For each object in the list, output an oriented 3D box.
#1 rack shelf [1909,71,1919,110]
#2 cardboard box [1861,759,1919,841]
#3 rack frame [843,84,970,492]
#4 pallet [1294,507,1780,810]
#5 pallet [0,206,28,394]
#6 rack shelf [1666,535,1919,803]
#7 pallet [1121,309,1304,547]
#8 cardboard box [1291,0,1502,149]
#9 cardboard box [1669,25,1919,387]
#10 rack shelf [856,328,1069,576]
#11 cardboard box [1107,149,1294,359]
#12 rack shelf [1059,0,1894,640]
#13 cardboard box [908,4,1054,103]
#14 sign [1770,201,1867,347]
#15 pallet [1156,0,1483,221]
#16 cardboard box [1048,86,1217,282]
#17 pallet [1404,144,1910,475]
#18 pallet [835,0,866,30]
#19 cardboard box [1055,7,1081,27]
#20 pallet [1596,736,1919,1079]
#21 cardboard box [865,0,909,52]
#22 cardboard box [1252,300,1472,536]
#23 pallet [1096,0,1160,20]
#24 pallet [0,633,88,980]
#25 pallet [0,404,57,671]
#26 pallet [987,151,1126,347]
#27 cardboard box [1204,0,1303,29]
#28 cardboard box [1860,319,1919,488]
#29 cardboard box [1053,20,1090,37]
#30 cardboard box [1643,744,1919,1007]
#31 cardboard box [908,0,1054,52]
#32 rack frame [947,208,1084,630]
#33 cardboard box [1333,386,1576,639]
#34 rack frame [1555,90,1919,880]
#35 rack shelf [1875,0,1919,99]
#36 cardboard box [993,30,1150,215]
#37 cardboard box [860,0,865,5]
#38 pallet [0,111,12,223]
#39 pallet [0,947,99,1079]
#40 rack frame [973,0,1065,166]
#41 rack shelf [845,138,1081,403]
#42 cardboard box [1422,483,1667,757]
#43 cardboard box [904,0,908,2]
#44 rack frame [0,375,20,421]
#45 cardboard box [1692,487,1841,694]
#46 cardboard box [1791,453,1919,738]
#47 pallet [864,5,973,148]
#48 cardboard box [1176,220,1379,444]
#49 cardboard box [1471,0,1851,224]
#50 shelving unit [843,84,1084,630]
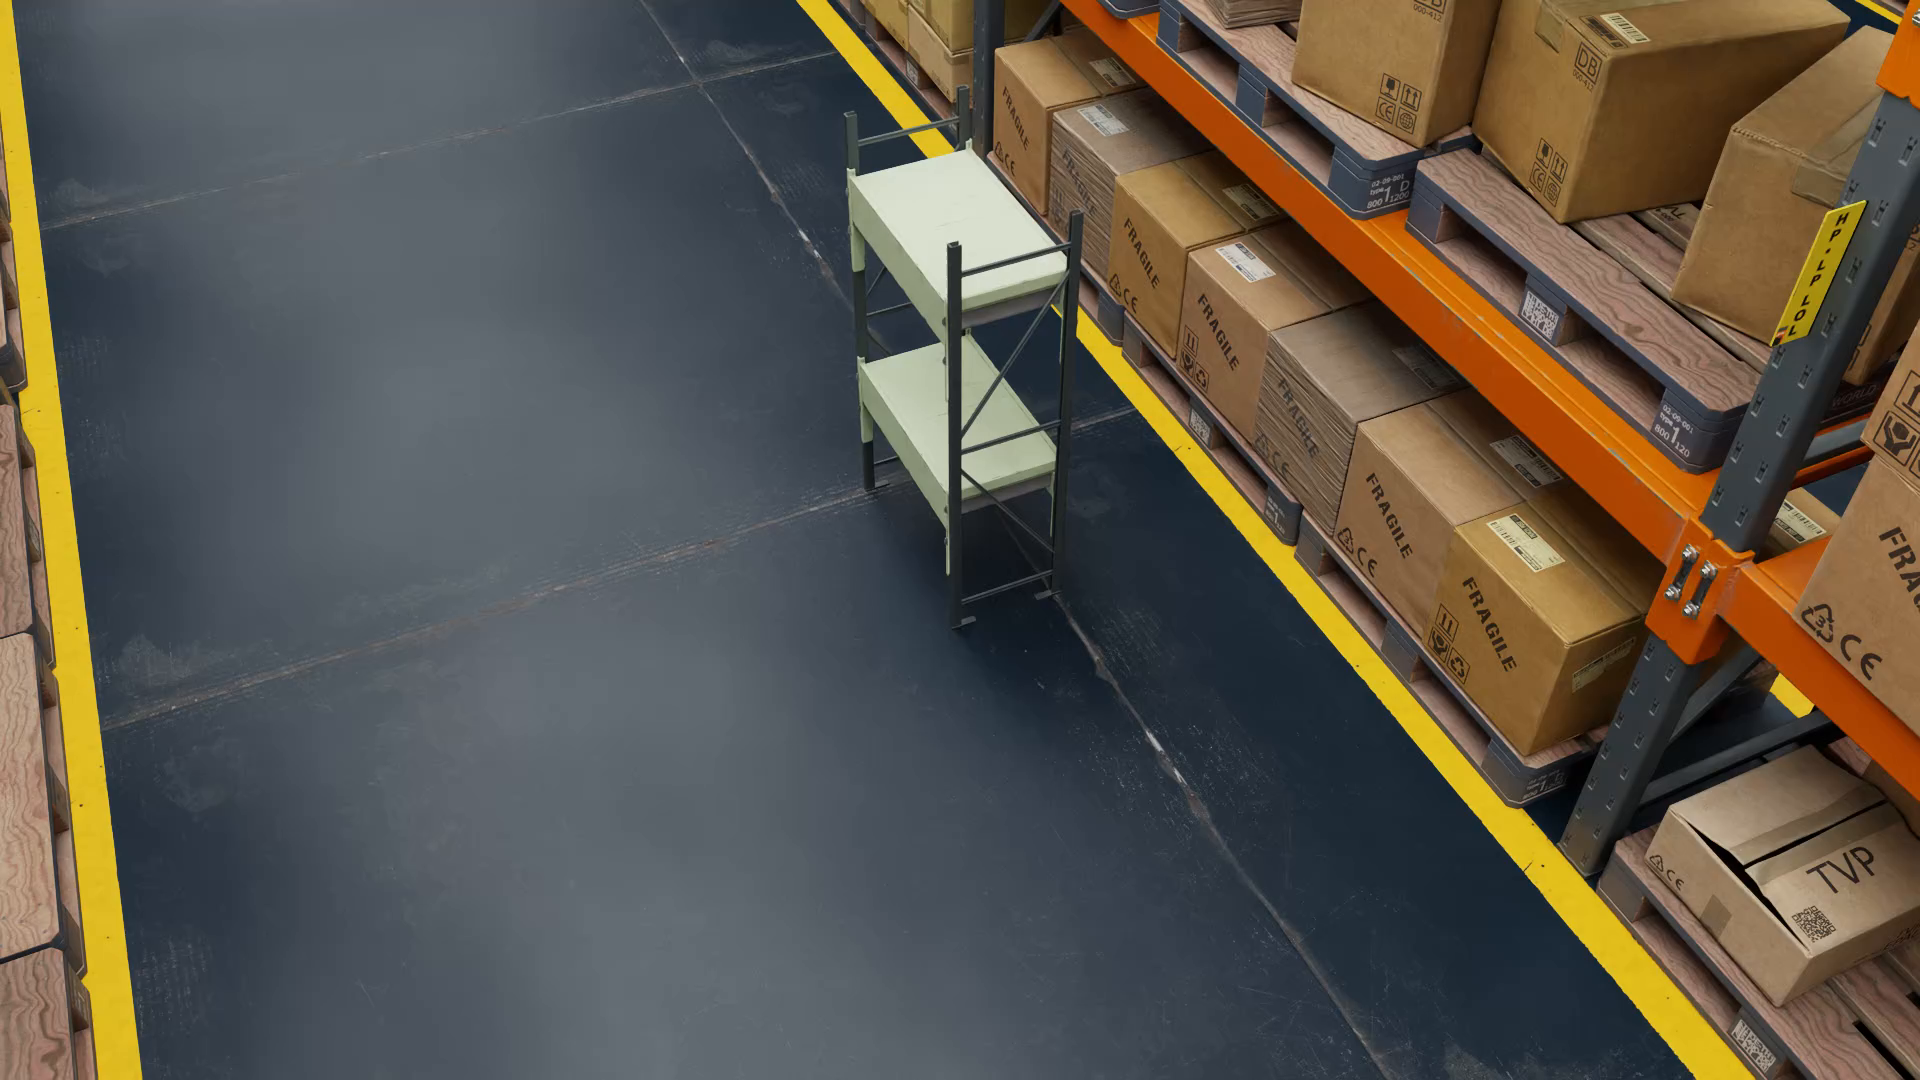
[{"bbox_3d":[3.056,0.181,1.807,1.077,0.370,4.000,-18,47,-17],"label":"rack shelf"},{"bbox_3d":[2.712,0.731,4.340,0.500,0.500,0.500,-18,47,-17],"label":"cardboard box"},{"bbox_3d":[-0.157,-0.771,5.464,0.400,1.500,0.023,-18,47,-17],"label":"rack frame"},{"bbox_3d":[1.839,0.204,5.393,1.003,0.211,1.213,-18,47,-17],"label":"pallet"},{"bbox_3d":[-4.253,-0.883,6.495,1.003,0.211,1.213,-18,47,-17],"label":"pallet"},{"bbox_3d":[3.056,1.249,2.861,1.077,0.370,4.000,-18,47,-17],"label":"rack shelf"},{"bbox_3d":[1.322,-0.575,6.182,1.003,0.211,1.213,-18,47,-17],"label":"pallet"},{"bbox_3d":[1.416,-1.575,4.840,0.700,0.500,0.500,-30,52,-27],"label":"cardboard box"},{"bbox_3d":[2.219,-0.835,4.090,0.700,0.500,0.500,-34,54,-30],"label":"cardboard box"},{"bbox_3d":[-0.003,-0.306,5.457,0.431,0.370,0.720,-18,47,-17],"label":"rack shelf"},{"bbox_3d":[0.897,-1.070,6.165,0.500,0.500,0.500,-19,48,-18],"label":"cardboard box"},{"bbox_3d":[1.374,-1.300,5.444,1.077,0.370,4.000,-18,47,-17],"label":"rack shelf"},{"bbox_3d":[0.091,-2.265,7.568,0.500,0.250,0.500,-17,47,-16],"label":"cardboard box"},{"bbox_3d":[1.713,-0.528,3.325,0.100,0.325,0.005,-18,47,-17],"label":"sign"},{"bbox_3d":[1.355,-1.525,5.296,1.003,0.211,1.213,-18,47,-17],"label":"pallet"},{"bbox_3d":[0.691,-1.391,6.491,0.500,0.500,0.500,-20,48,-19],"label":"cardboard box"},{"bbox_3d":[1.978,-0.755,4.516,1.003,0.211,1.213,-18,47,-17],"label":"pallet"},{"bbox_3d":[-0.287,-3.151,8.793,1.003,0.211,1.213,-18,47,-17],"label":"pallet"},{"bbox_3d":[0.579,-2.622,7.531,0.500,0.311,0.500,-17,47,-16],"label":"cardboard box"},{"bbox_3d":[2.503,1.149,4.436,1.003,0.211,1.213,-18,47,-17],"label":"pallet"},{"bbox_3d":[-0.129,-2.592,7.900,0.500,0.250,0.500,-19,48,-18],"label":"cardboard box"},{"bbox_3d":[1.337,-0.416,5.502,0.500,0.500,0.500,-17,47,-17],"label":"cardboard box"},{"bbox_3d":[0.882,-2.351,6.134,1.213,0.211,1.003,-18,47,-17],"label":"pallet"},{"bbox_3d":[-3.084,0.889,4.699,1.003,0.211,1.213,-18,47,-17],"label":"pallet"},{"bbox_3d":[-3.593,0.112,5.486,1.003,0.211,1.213,-18,47,-17],"label":"pallet"},{"bbox_3d":[0.813,-1.351,6.969,1.003,0.211,1.213,-18,47,-17],"label":"pallet"},{"bbox_3d":[1.112,-2.009,5.280,0.700,0.500,0.500,-10,45,-10],"label":"cardboard box"},{"bbox_3d":[2.158,-0.290,3.125,0.500,0.500,0.500,-17,47,-16],"label":"cardboard box"},{"bbox_3d":[0.579,-2.422,7.728,0.500,0.250,0.500,-18,47,-18],"label":"cardboard box"},{"bbox_3d":[2.195,0.850,4.354,0.500,0.311,0.500,-18,47,-17],"label":"cardboard box"},{"bbox_3d":[0.090,-2.462,7.369,0.500,0.311,0.500,-17,47,-16],"label":"cardboard box"},{"bbox_3d":[0.151,-0.305,4.991,0.400,1.500,0.023,-18,47,-17],"label":"rack frame"},{"bbox_3d":[1.547,-0.096,5.178,0.500,0.500,0.500,-18,47,-17],"label":"cardboard box"},{"bbox_3d":[2.215,-0.282,3.900,1.000,3.000,0.127,-18,47,-17],"label":"rack frame"},{"bbox_3d":[1.374,-2.368,4.391,1.077,0.370,4.000,-18,47,-17],"label":"rack shelf"},{"bbox_3d":[0.465,-1.723,6.827,0.500,0.500,0.500,-16,47,-16],"label":"cardboard box"},{"bbox_3d":[-0.338,-2.914,8.226,0.500,0.250,0.500,-17,47,-17],"label":"cardboard box"},{"bbox_3d":[-4.762,-1.659,7.281,1.003,0.211,1.213,-18,47,-17],"label":"pallet"},{"bbox_3d":[-2.567,1.667,3.910,1.003,0.211,1.213,-18,47,-17],"label":"pallet"},{"bbox_3d":[0.533,-2.831,6.483,1.000,3.000,0.127,-18,47,-17],"label":"rack frame"},{"bbox_3d":[-0.003,-0.816,4.953,0.431,0.370,0.720,-18,47,-17],"label":"rack shelf"},{"bbox_3d":[1.748,0.222,4.856,0.500,0.500,0.500,-18,47,-18],"label":"cardboard box"},{"bbox_3d":[-0.135,-2.792,7.703,0.500,0.311,0.500,-19,48,-18],"label":"cardboard box"},{"bbox_3d":[-3.963,-1.370,5.003,1.000,3.000,0.127,-18,47,-17],"label":"rack frame"},{"bbox_3d":[2.233,0.071,5.009,0.500,0.500,0.500,-20,48,-19],"label":"cardboard box"},{"bbox_3d":[2.182,0.088,3.454,0.500,0.500,0.500,-17,47,-16],"label":"cardboard box"},{"bbox_3d":[0.222,-2.374,8.006,1.003,0.211,1.213,-18,47,-17],"label":"pallet"},{"bbox_3d":[1.121,-0.739,5.830,0.500,0.500,0.500,-20,48,-19],"label":"cardboard box"},{"bbox_3d":[1.872,-1.254,4.515,0.700,0.500,0.500,-11,46,-11],"label":"cardboard box"},{"bbox_3d":[-0.003,-0.538,5.228,0.431,1.500,0.755,-18,47,-17],"label":"shelving unit"}]
